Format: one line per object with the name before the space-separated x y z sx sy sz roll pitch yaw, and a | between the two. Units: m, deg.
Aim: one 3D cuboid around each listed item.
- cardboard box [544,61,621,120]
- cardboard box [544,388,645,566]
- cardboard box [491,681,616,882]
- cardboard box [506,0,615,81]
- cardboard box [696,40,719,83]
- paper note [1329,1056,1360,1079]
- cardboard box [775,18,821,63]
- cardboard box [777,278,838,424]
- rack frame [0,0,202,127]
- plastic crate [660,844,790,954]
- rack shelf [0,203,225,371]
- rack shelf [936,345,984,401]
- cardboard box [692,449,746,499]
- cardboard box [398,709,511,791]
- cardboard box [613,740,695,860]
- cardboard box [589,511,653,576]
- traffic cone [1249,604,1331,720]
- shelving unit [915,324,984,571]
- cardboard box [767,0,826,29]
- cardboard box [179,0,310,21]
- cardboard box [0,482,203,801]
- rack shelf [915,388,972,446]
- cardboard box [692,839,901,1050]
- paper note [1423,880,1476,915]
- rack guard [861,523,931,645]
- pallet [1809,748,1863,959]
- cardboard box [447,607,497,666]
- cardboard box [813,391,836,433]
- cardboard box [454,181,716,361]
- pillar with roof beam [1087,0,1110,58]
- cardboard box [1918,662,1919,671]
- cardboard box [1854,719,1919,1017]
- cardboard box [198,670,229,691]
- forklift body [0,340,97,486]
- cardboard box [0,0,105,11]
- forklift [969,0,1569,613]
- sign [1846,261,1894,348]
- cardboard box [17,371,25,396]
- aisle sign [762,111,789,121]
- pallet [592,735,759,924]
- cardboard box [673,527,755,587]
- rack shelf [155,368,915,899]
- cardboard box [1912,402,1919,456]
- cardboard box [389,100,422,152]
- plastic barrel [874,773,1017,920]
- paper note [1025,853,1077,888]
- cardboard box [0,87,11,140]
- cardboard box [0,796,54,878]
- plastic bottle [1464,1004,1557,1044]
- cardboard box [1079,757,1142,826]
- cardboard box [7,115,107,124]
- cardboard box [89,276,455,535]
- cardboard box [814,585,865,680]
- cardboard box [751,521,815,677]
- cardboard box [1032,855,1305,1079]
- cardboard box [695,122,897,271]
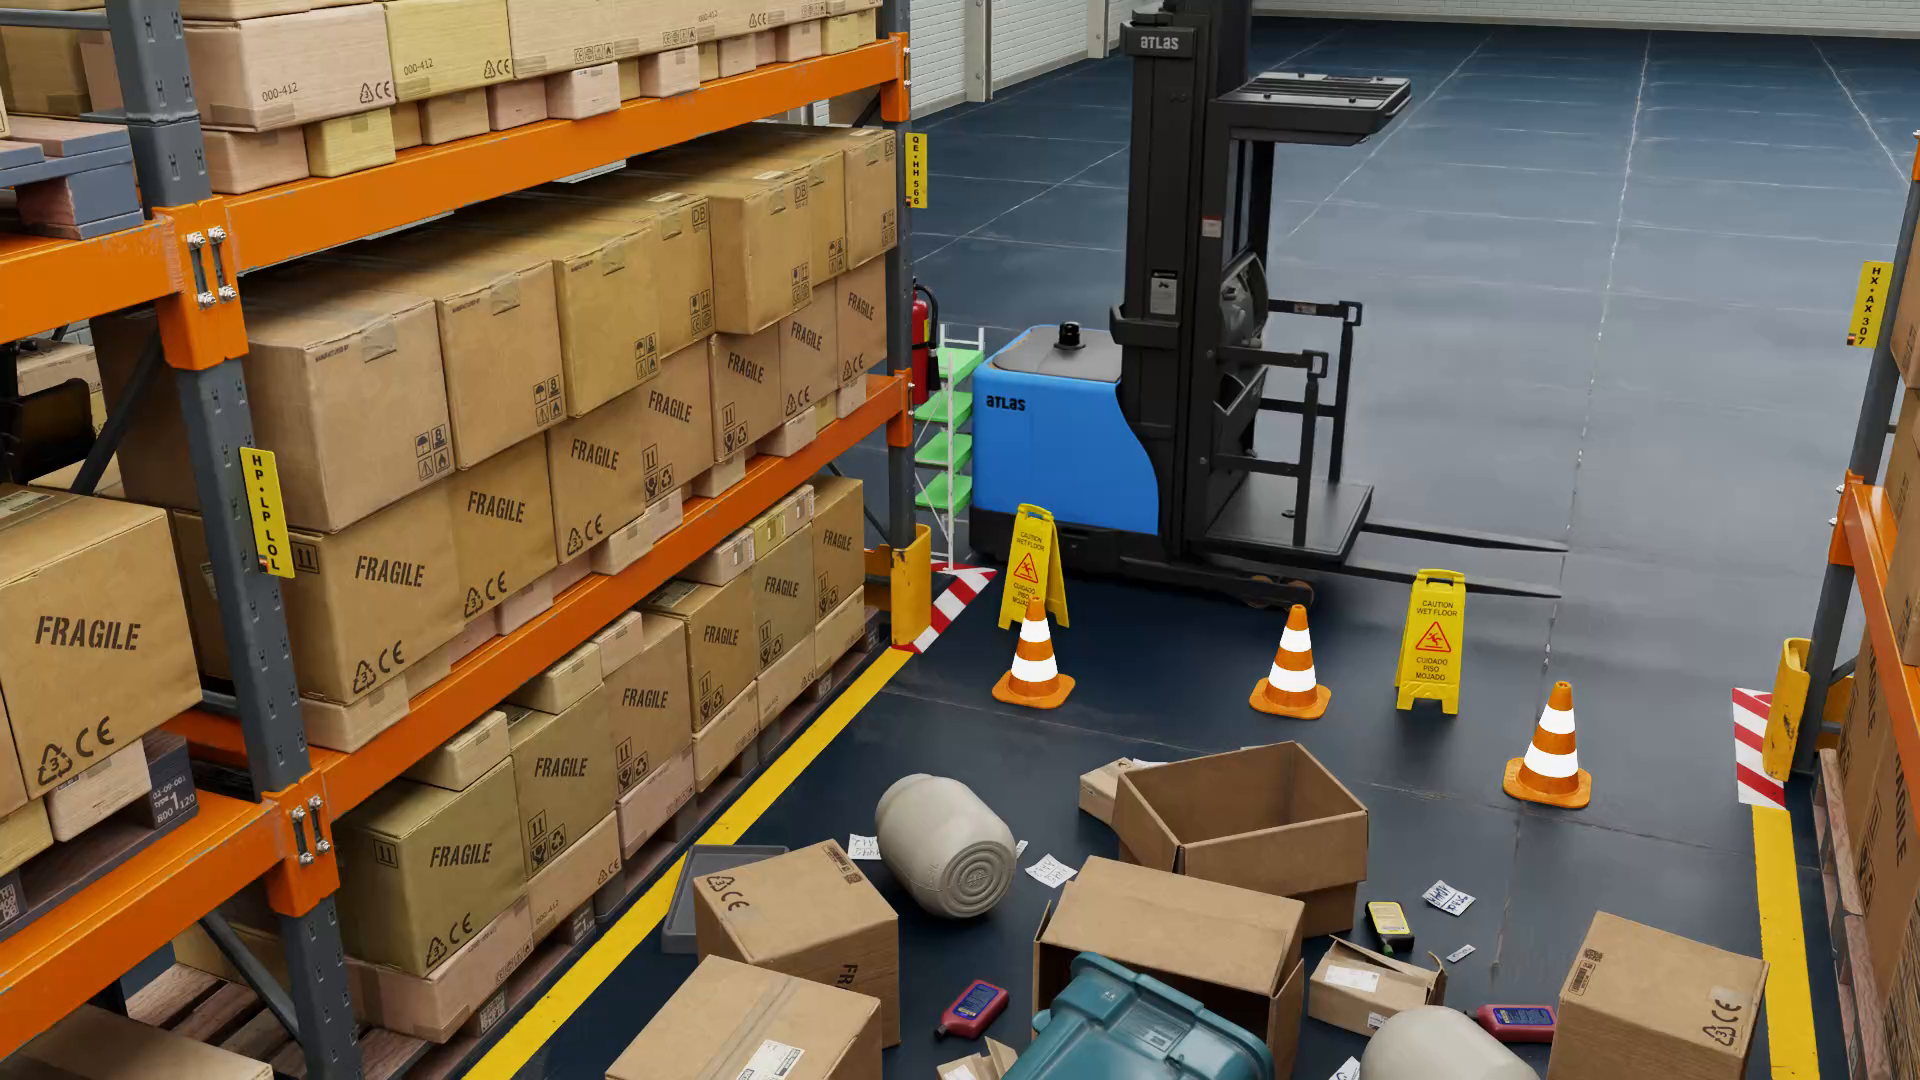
cardboard box | -1.283 -1.401 5.147 0.380 0.149 0.250 8 24 19
cardboard box | -1.401 -0.270 5.488 0.500 0.500 0.500 9 24 20
cardboard box | -1.529 0.755 5.600 0.500 0.500 0.500 10 25 22
cardboard box | -1.388 -1.542 4.966 0.500 0.250 0.500 9 24 21
cardboard box | -1.075 -1.686 5.828 0.380 0.149 0.250 8 24 19
paper note | 1.252 1.690 5.174 0.172 0.023 0.155 19 29 38
cardboard box | -0.766 -1.956 6.475 0.380 0.149 0.250 10 25 22
cardboard box | -0.837 -0.811 6.783 0.500 0.500 0.500 9 24 20
rack frame | -2.186 -2.376 3.263 1.000 3.000 0.127 9 24 20
plastic crate | -0.842 1.295 6.046 0.402 0.080 0.583 1 23 2
rack shelf | -2.929 0.056 2.267 1.077 0.370 4.000 9 24 20
rack shelf | -0.072 -0.879 8.718 0.258 0.148 0.480 8 24 18
cardboard box | -1.051 -0.291 6.381 0.380 0.149 0.250 9 24 20
cardboard box | -1.615 0.613 5.099 0.380 0.149 0.250 9 24 21
cardboard box | -1.334 0.912 6.198 0.500 0.250 0.500 8 24 19
cardboard box | -1.288 -0.015 5.721 0.380 0.149 0.250 9 24 20
traffic cone | 1.494 0.507 7.436 0.336 0.463 0.334 9 24 20
shelving unit | -0.072 -0.495 8.879 0.258 1.200 0.503 8 24 18
cardboard box | -0.841 -2.092 6.283 0.500 0.250 0.500 8 24 19
cardboard box | -1.766 -1.310 3.894 0.380 0.149 0.250 8 24 19
cardboard box | -2.145 0.213 3.788 0.500 0.500 0.500 8 24 19
rack shelf | -0.072 -0.658 8.811 0.258 0.148 0.480 8 24 18
cardboard box | -0.525 1.356 5.352 0.500 0.500 0.500 -12 25 -26
paper note | 1.789 1.307 6.083 0.144 0.017 0.142 19 29 38
rack guard | -0.729 0.141 8.263 1.175 0.500 0.348 9 24 20
pallet | 3.708 1.217 6.062 1.003 0.211 1.213 9 24 20
cardboard box | -1.656 0.244 5.100 0.380 0.149 0.250 9 24 20
cardboard box | -0.747 -0.564 7.034 0.380 0.149 0.250 8 24 19
cardboard box | -1.291 -0.934 5.782 0.700 0.500 0.500 9 24 20
pillar with roof beam | 6.506 -12.369 27.186 9.100 9.000 0.400 9 24 20
cardboard box | 3.170 0.281 4.490 0.875 0.550 0.500 9 24 20
cardboard box | 3.417 0.987 5.207 0.875 0.875 0.875 8 24 19
cardboard box | -2.350 0.349 4.848 0.380 0.149 0.250 9 24 20
forklift body | -4.321 -0.417 7.458 2.313 2.155 1.214 9 24 20
cardboard box | -2.271 -1.389 4.082 0.380 0.149 0.250 9 24 21
forklift | 1.619 -1.209 8.342 3.031 2.935 1.130 9 24 20
sign | 3.420 -0.884 6.250 0.100 0.325 0.005 9 24 20
cardboard box | -5.376 -0.742 8.860 0.500 0.250 0.500 9 24 21
aisle sign | -0.965 -2.305 7.505 0.394 0.787 0.004 9 24 20
pallet | -1.518 0.995 6.593 1.003 0.211 1.213 9 24 20
cardboard box | -1.026 0.039 6.473 0.380 0.149 0.250 10 25 22
rack shelf | -1.444 0.008 6.272 1.077 0.370 4.000 9 24 20
cardboard box | 3.306 -0.416 4.759 0.875 0.550 0.550 9 24 20
cardboard box | -1.704 -1.143 4.528 0.380 0.149 0.250 9 24 20
plastic barrel | -0.062 1.105 6.055 0.421 0.421 0.512 -12 25 -26
paper note | 0.342 1.242 6.253 0.148 0.019 0.142 19 29 38
cardboard box | -2.269 -0.887 3.239 0.500 0.250 0.500 8 24 19
cardboard box | -2.236 0.630 3.632 0.380 0.149 0.250 8 24 18
plastic bottle | 1.794 1.572 5.406 0.283 0.061 0.133 1 23 2
cardboard box | 0.688 1.034 6.581 0.250 0.149 0.380 -17 28 -35
cardboard box | -2.353 -1.033 4.265 0.380 0.149 0.250 9 24 20
cardboard box | -1.822 -0.379 4.453 0.700 0.500 0.500 9 24 20
cardboard box | -0.760 0.372 7.490 0.500 0.250 0.500 9 24 20
cardboard box | -0.947 0.201 6.927 0.500 0.500 0.500 10 25 22
cardboard box | 0.658 1.377 5.125 0.797 0.637 0.503 9 24 20
cardboard box | -0.688 -1.470 7.065 0.700 0.500 0.500 8 24 19
